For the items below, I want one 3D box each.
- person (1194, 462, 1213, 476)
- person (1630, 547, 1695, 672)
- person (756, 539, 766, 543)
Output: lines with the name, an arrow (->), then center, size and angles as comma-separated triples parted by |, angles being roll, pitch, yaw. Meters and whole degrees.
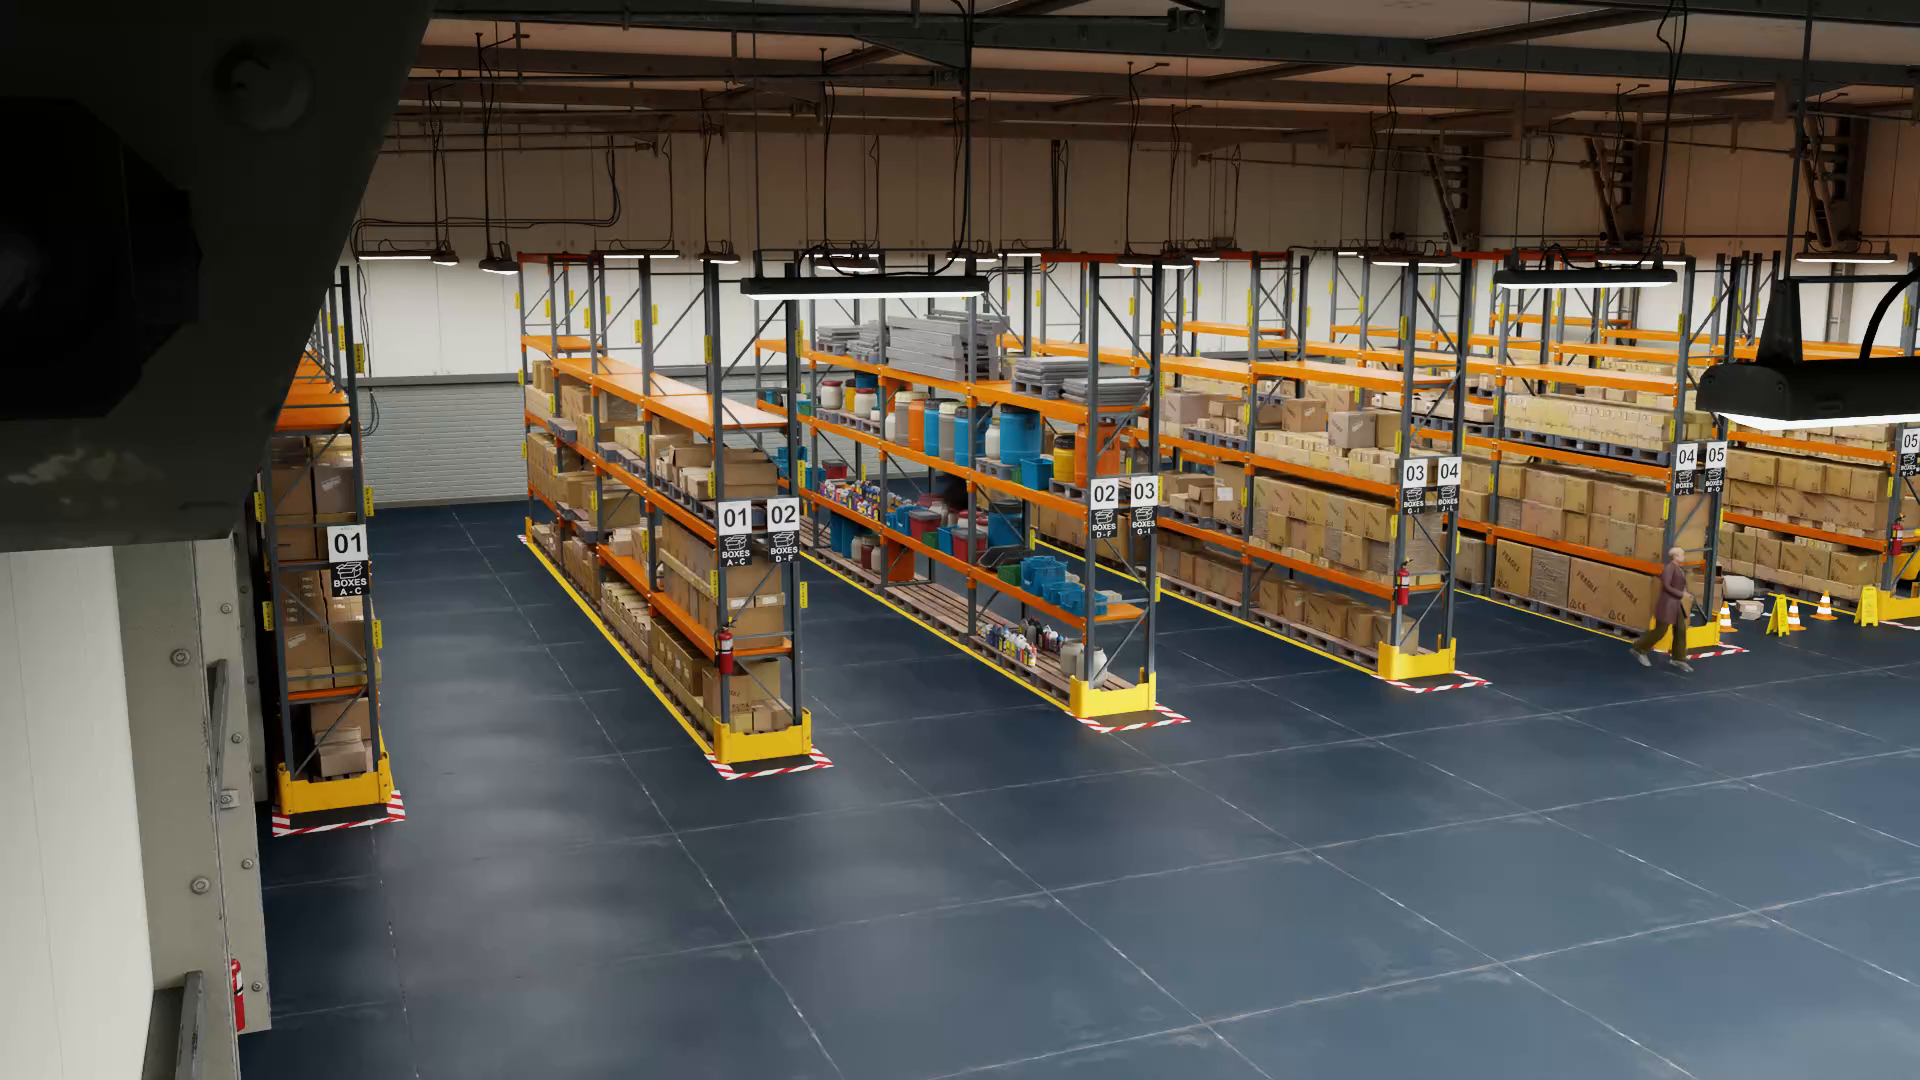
person -> 6.075, -2.204, 42.069 | 0.972, 1.765, 0.699 | -7, 12, -33
person -> 10.502, 1.008, 24.648 | 0.906, 1.830, 0.756 | 7, 13, 35
person -> -3.724, 0.044, 29.738 | 0.706, 1.688, 0.864 | -5, 12, -27
